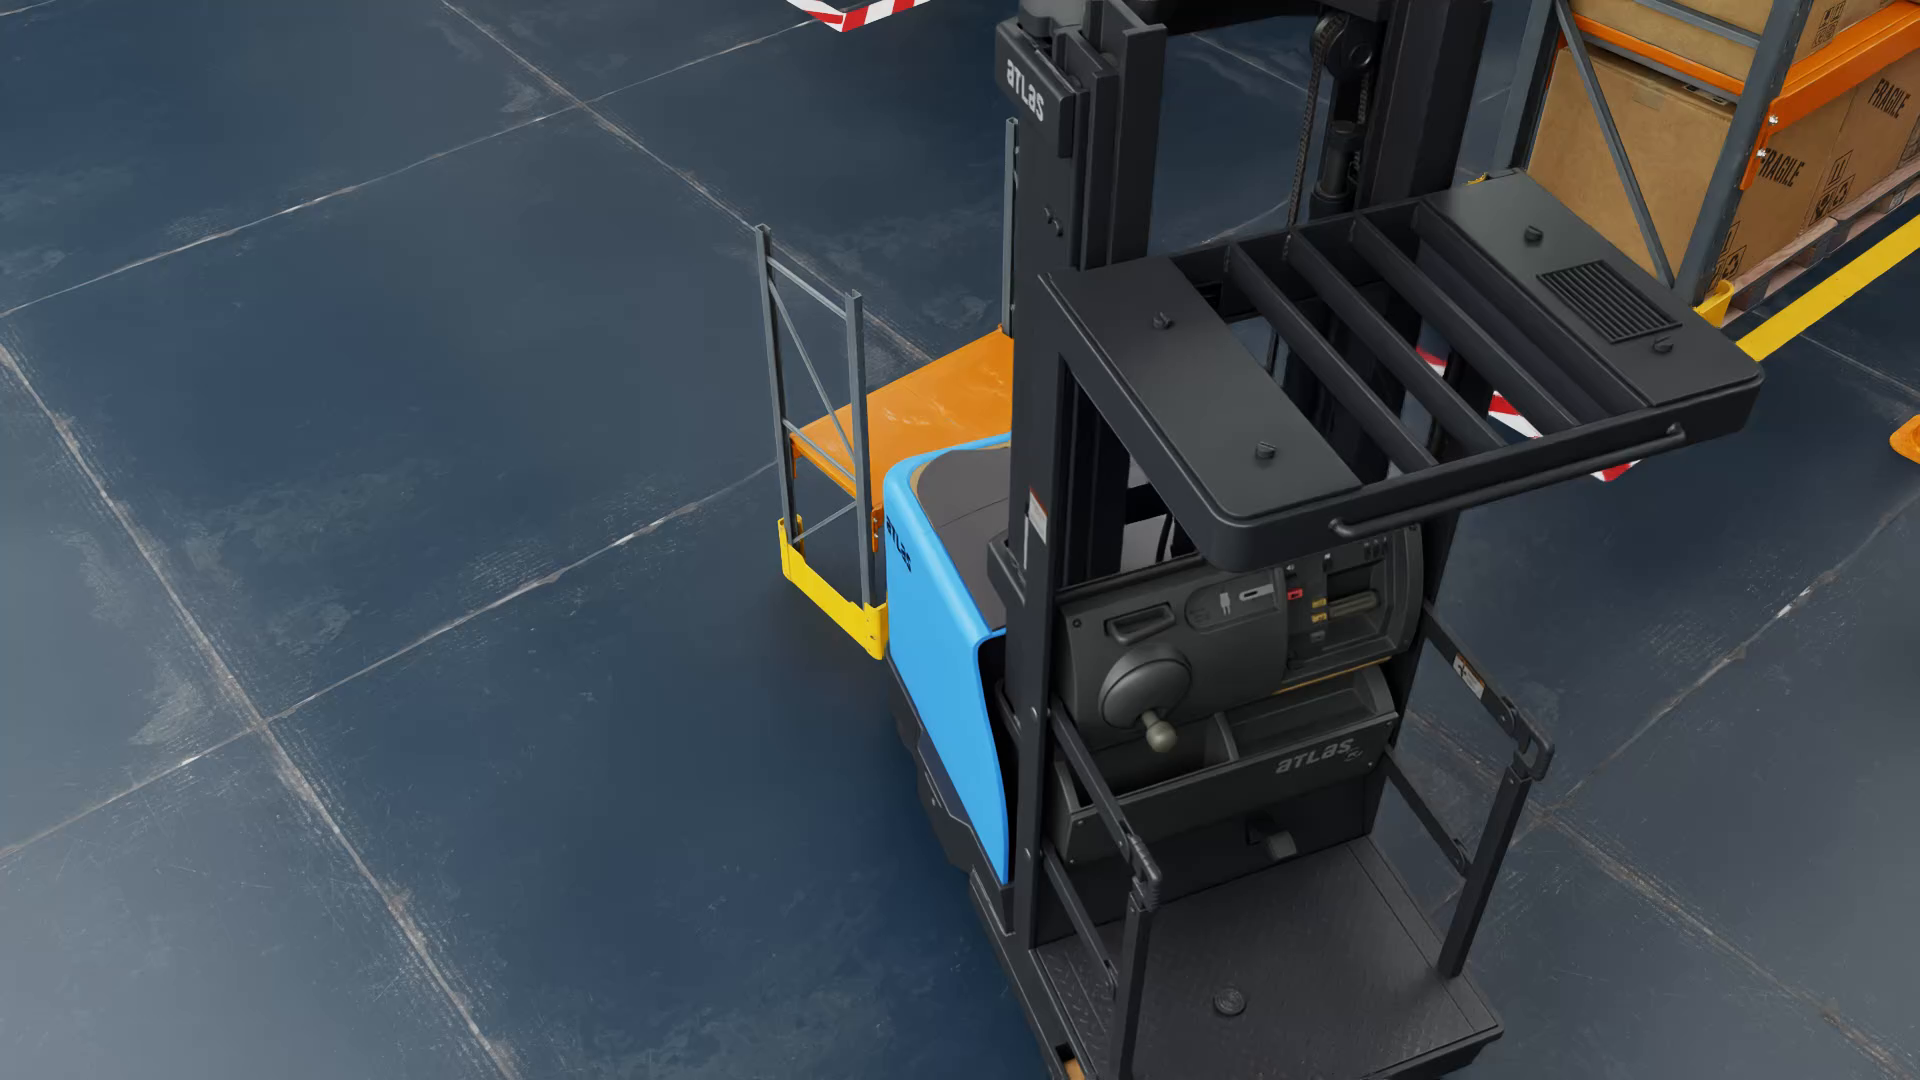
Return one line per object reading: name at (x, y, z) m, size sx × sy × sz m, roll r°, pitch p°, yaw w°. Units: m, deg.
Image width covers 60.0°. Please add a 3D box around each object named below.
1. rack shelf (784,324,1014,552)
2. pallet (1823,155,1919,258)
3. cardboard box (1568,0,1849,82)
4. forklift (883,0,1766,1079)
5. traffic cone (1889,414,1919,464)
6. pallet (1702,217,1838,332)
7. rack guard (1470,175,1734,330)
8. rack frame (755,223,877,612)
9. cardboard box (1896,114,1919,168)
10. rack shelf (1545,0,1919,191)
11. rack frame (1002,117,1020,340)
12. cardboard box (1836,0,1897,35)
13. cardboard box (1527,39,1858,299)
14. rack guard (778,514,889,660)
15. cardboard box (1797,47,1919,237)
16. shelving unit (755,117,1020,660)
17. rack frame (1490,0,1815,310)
rack shelf at (-0.065, -0.378, 5.820) m, size 1.000 × 0.185 × 0.538 m, roll -30°, pitch 51°, yaw -28°
pallet at (4.103, -1.882, 8.100) m, size 1.213 × 0.211 × 1.003 m, roll -30°, pitch 51°, yaw -28°
cardboard box at (2.860, -2.215, 6.307) m, size 0.550 × 0.550 × 0.875 m, roll -30°, pitch 51°, yaw -28°
forklift at (0.762, 0.306, 3.783) m, size 1.130 × 2.935 × 3.031 m, roll -15°, pitch 45°, yaw -15°
traffic cone at (3.923, -0.536, 6.483) m, size 0.334 × 0.463 × 0.336 m, roll -30°, pitch 51°, yaw -28°
pallet at (3.168, -1.349, 7.532) m, size 1.213 × 0.211 × 1.003 m, roll -30°, pitch 51°, yaw -28°
rack guard at (2.586, -1.051, 7.004) m, size 0.348 × 0.500 × 1.175 m, roll -30°, pitch 51°, yaw -28°
rack frame at (-0.455, -0.286, 5.459) m, size 0.032 × 1.500 × 0.500 m, roll -30°, pitch 51°, yaw -28°
cardboard box at (4.456, -2.471, 7.935) m, size 0.875 × 0.875 × 0.875 m, roll -29°, pitch 51°, yaw -28°
rack shelf at (4.138, -2.589, 7.341) m, size 4.000 × 0.370 × 1.077 m, roll -30°, pitch 51°, yaw -28°
rack frame at (0.324, -0.733, 5.934) m, size 0.032 × 1.500 × 0.500 m, roll -30°, pitch 51°, yaw -28°
cardboard box at (3.268, -2.468, 6.577) m, size 0.550 × 0.550 × 0.875 m, roll -30°, pitch 51°, yaw -28°
cardboard box at (3.082, -1.684, 7.098) m, size 0.875 × 0.875 × 0.875 m, roll -29°, pitch 51°, yaw -28°
rack guard at (-0.440, 0.161, 5.896) m, size 0.087 × 0.250 × 0.587 m, roll -30°, pitch 51°, yaw -28°
cardboard box at (3.756, -2.072, 7.510) m, size 0.875 × 0.875 × 0.875 m, roll -31°, pitch 51°, yaw -28°
shelving unit at (-0.058, -0.513, 5.701) m, size 1.083 × 1.500 × 0.587 m, roll -30°, pitch 51°, yaw -28°
rack frame at (2.604, -1.973, 6.160) m, size 0.127 × 3.000 × 1.000 m, roll -30°, pitch 51°, yaw -28°
